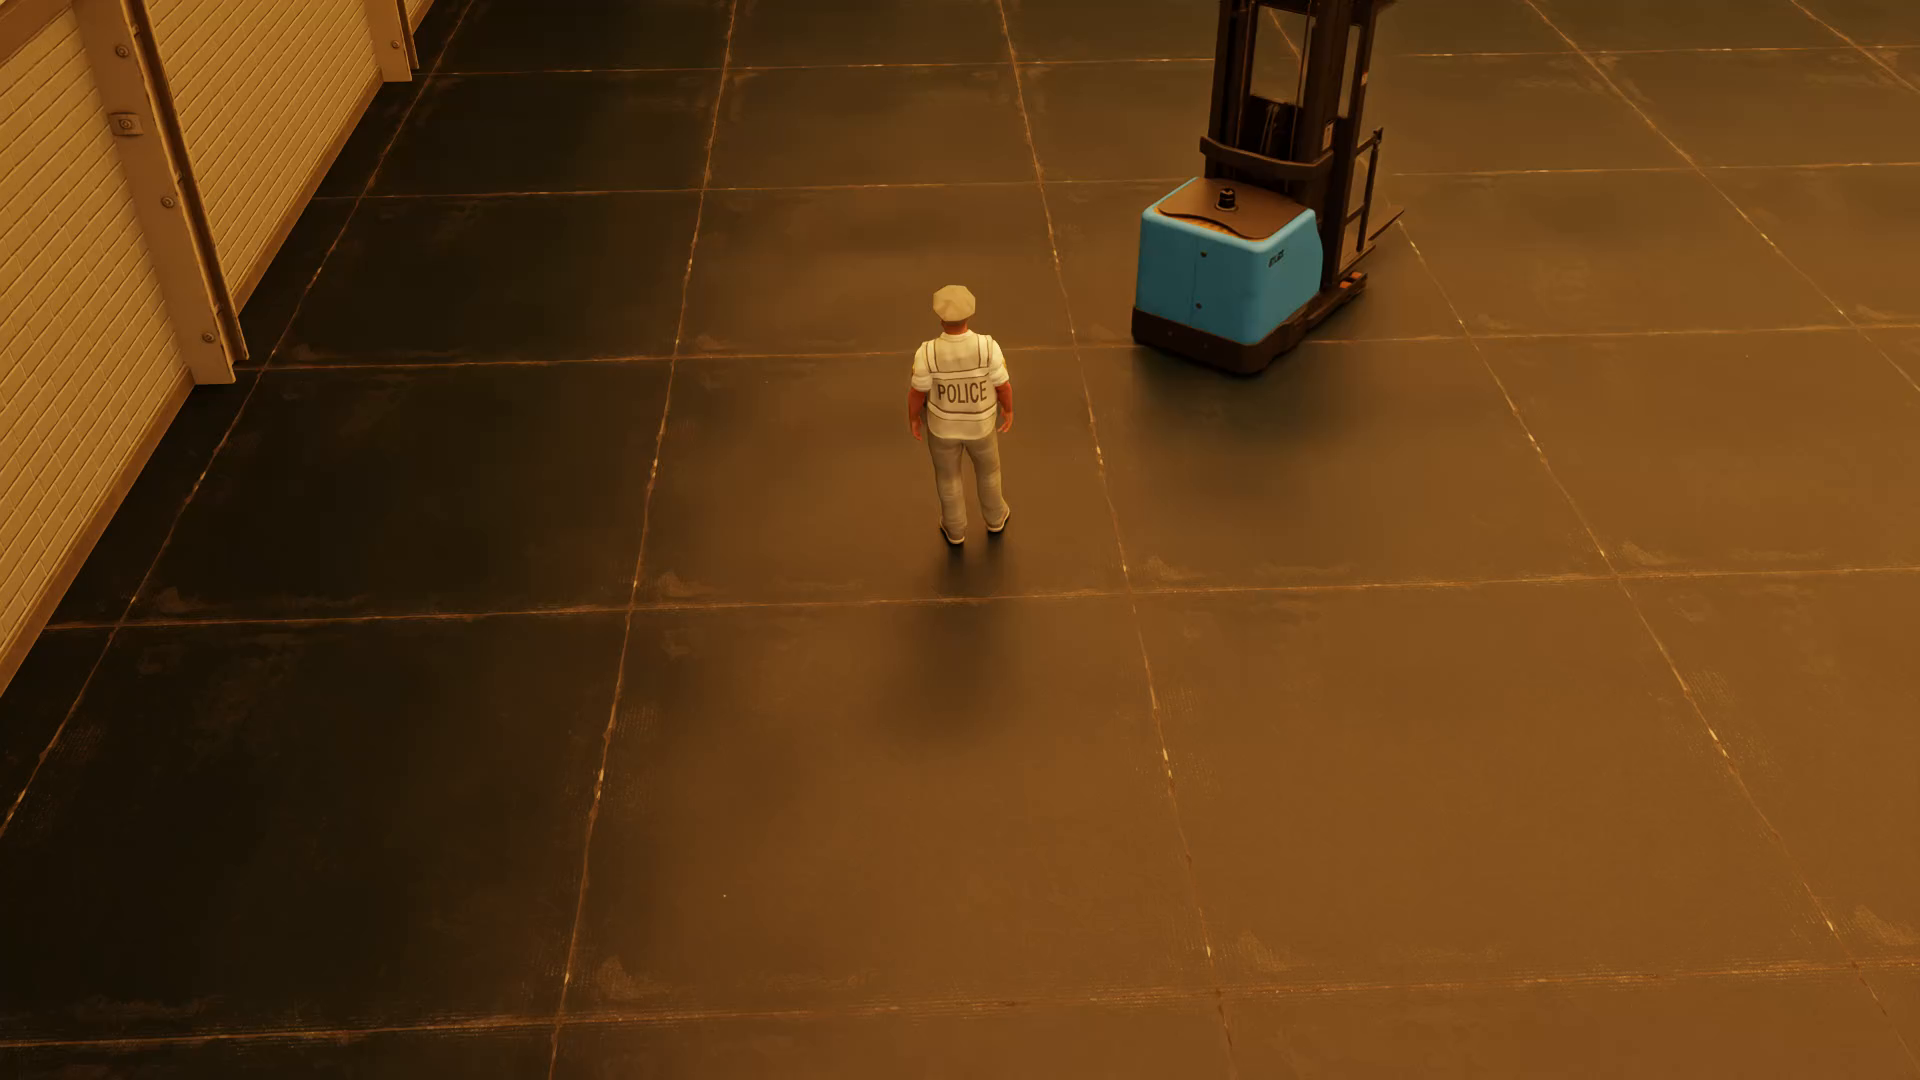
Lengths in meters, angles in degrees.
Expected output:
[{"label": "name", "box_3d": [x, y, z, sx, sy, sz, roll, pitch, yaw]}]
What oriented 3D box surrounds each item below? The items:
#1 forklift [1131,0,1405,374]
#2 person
[{"label": "forklift", "box_3d": [2.568, -3.201, 12.405, 1.130, 2.935, 3.031, 23, 42, 29]}, {"label": "person", "box_3d": [0.008, -0.773, 10.034, 0.641, 1.780, 0.574, -2, 36, -2]}]
